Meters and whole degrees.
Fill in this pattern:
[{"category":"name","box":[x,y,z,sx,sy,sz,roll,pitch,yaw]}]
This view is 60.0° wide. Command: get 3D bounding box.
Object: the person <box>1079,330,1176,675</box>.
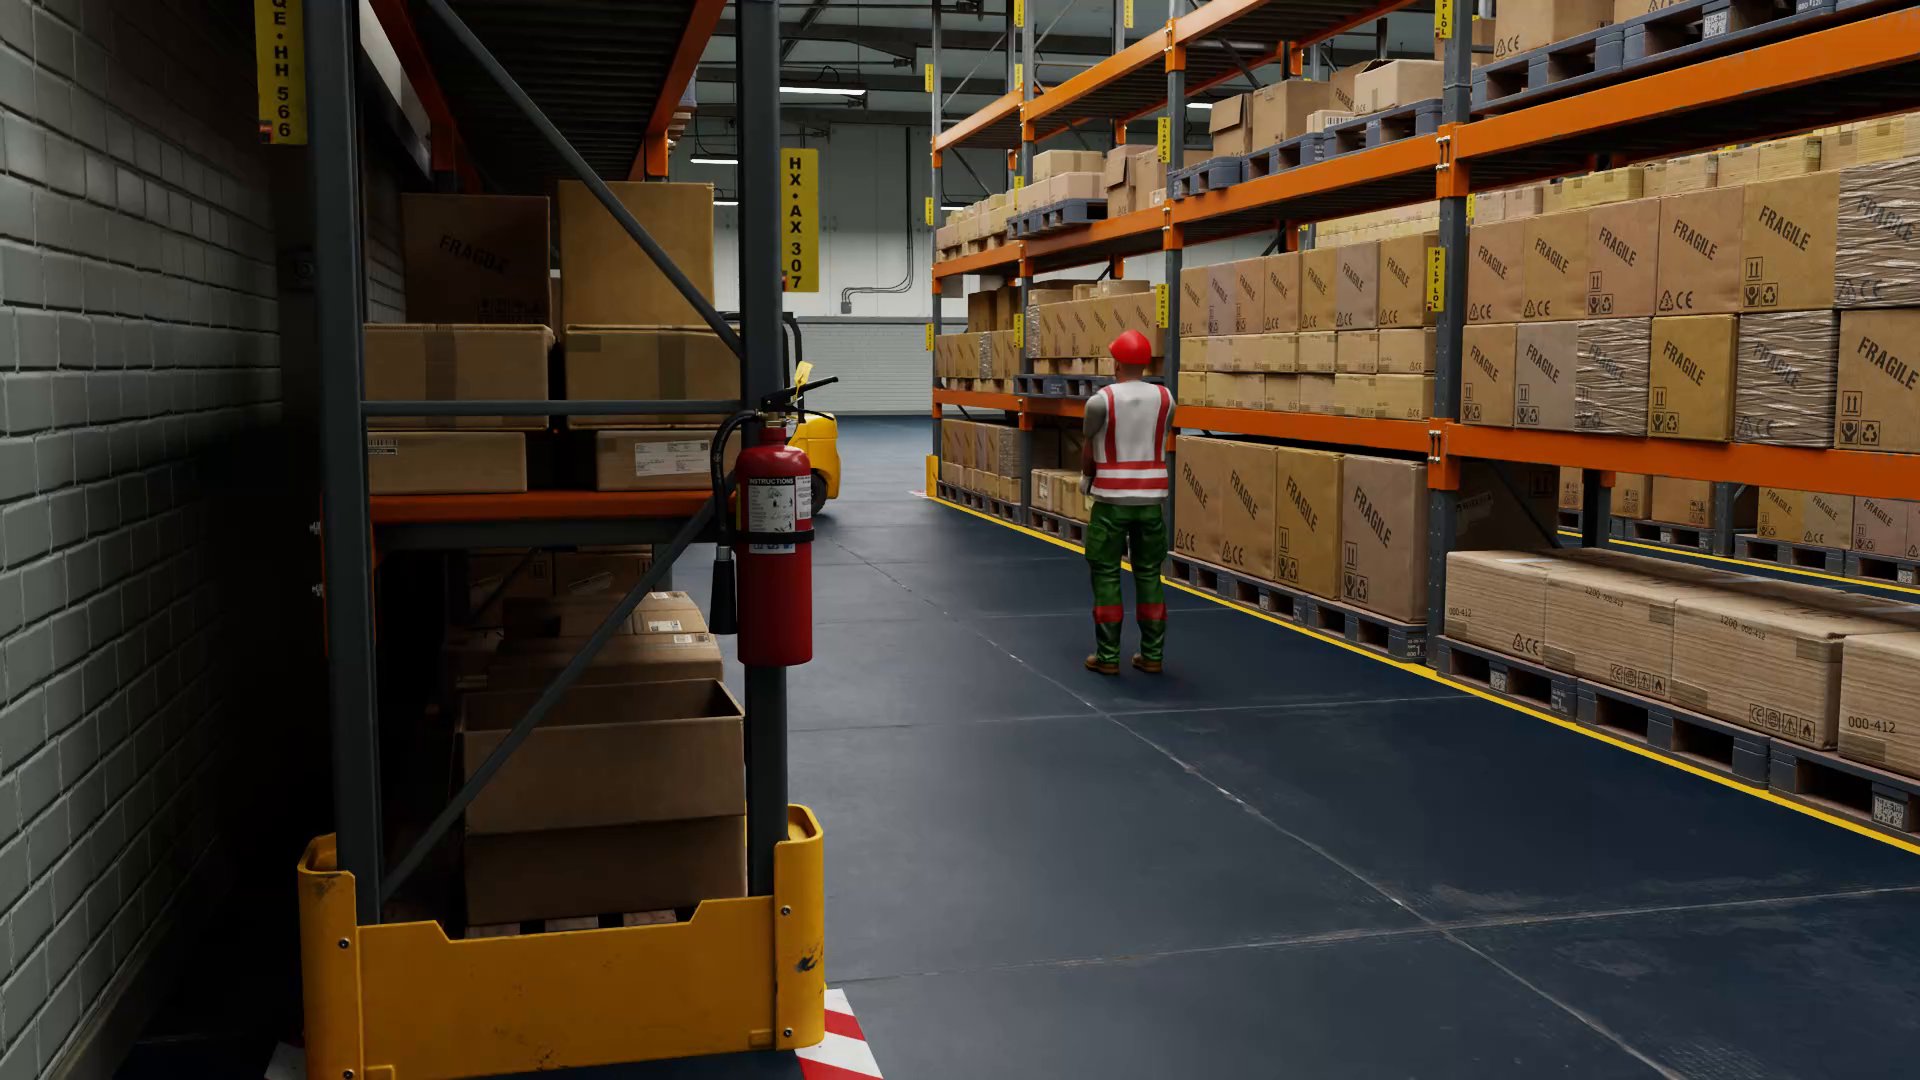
[{"category":"person","box":[0.846,-0.205,8.744,0.494,1.783,0.563,-1,6,-14]}]
